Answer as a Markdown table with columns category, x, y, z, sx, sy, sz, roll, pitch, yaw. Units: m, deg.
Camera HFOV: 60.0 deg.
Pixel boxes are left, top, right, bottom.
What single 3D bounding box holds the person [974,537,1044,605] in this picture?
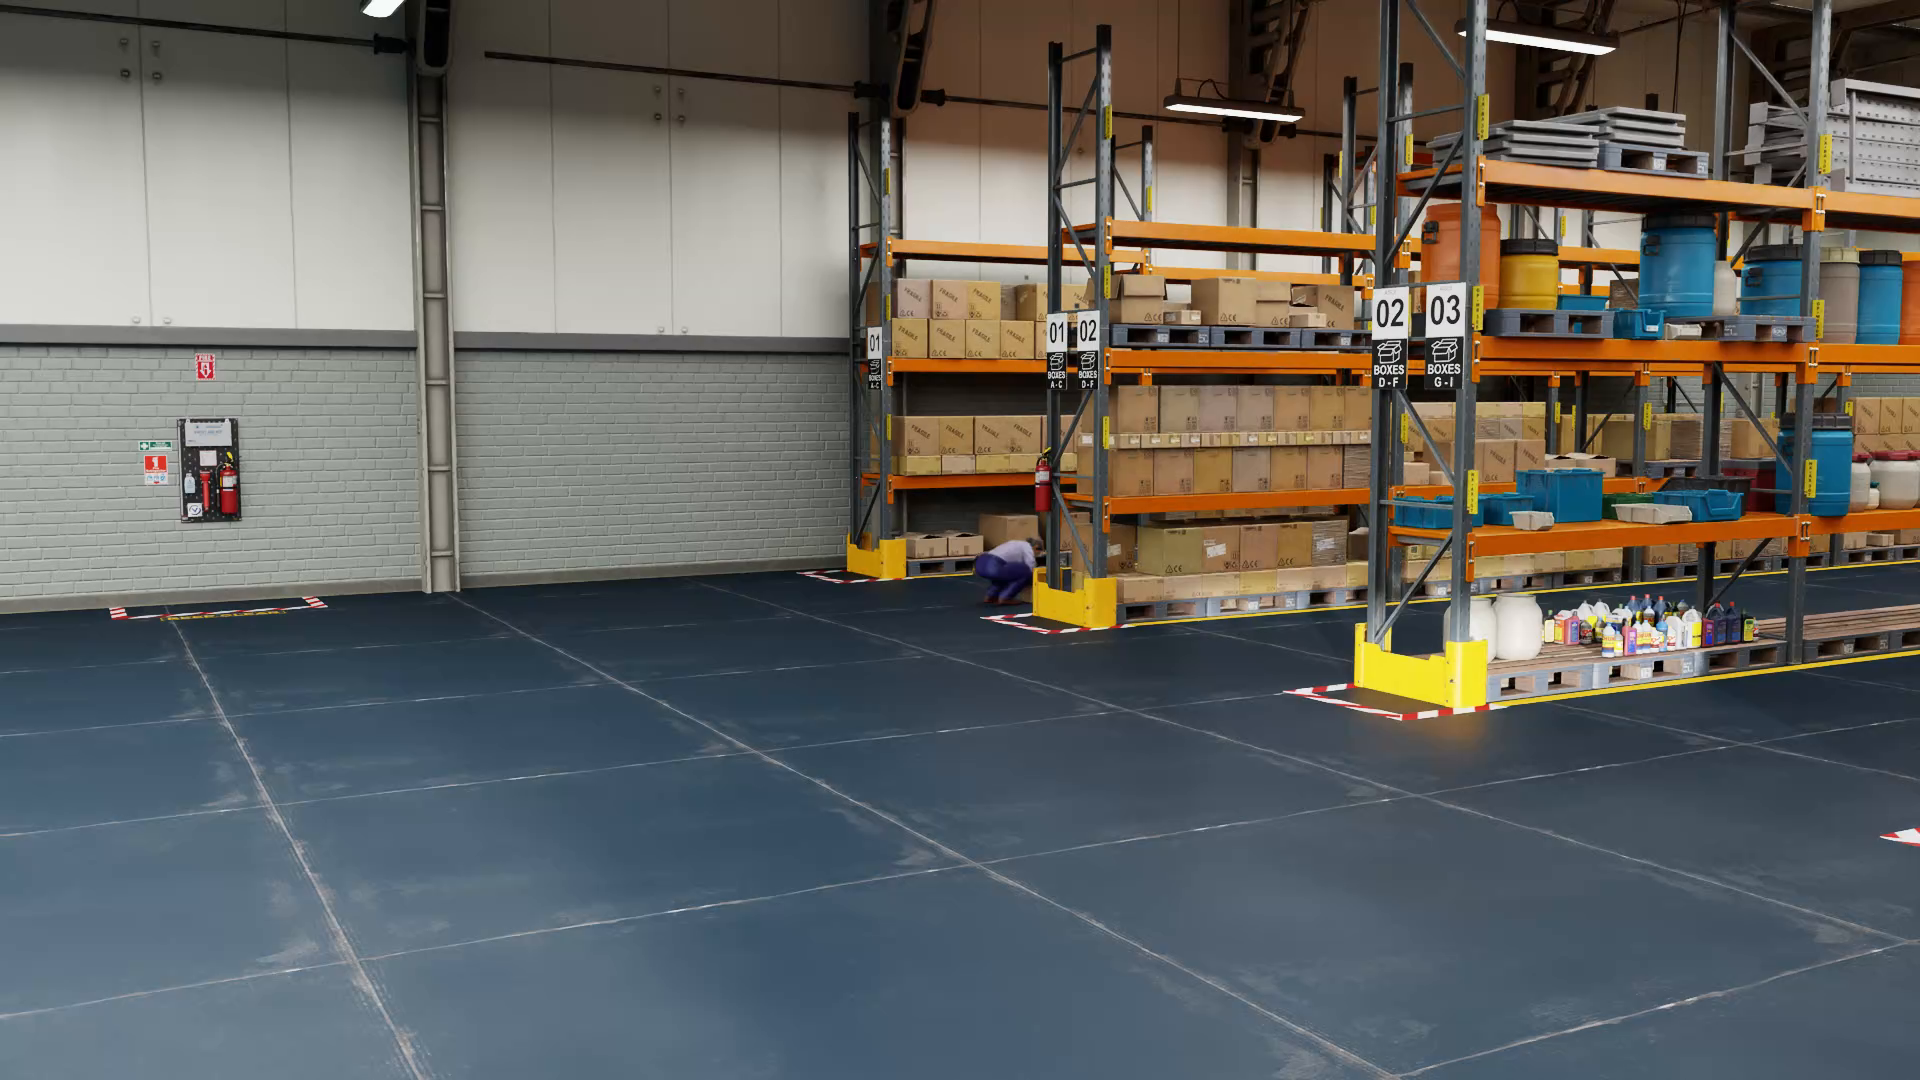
| category | x | y | z | sx | sy | sz | roll | pitch | yaw |
| --- | --- | --- | --- | --- | --- | --- | --- | --- | --- |
| person | 0.583 | 0.367 | 18.817 | 0.870 | 0.774 | 0.503 | -3 | 6 | -30 |
